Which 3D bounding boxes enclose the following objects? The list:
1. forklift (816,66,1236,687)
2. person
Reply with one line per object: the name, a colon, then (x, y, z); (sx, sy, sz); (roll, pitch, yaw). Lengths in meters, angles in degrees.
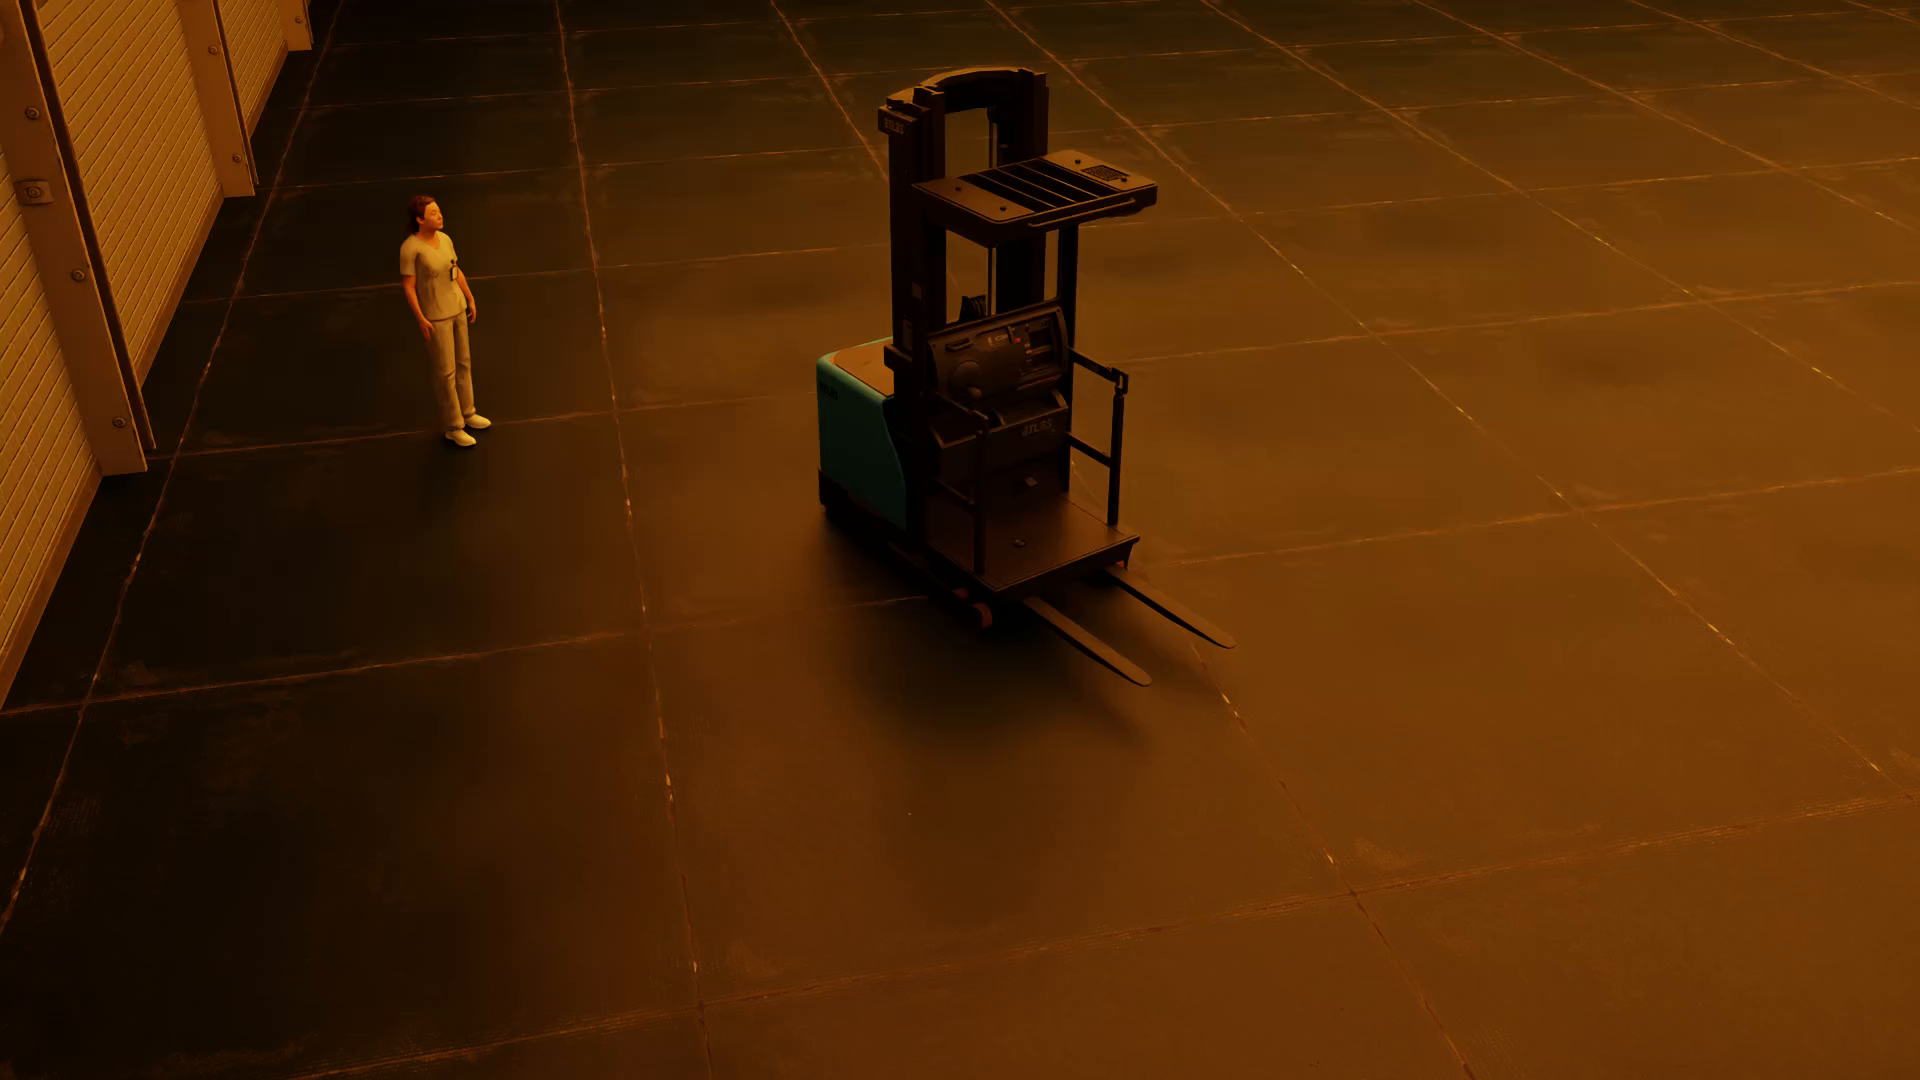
forklift: (0.355, -1.021, 9.338); (1.130, 2.935, 3.031); (-20, 35, -30)
person: (-3.518, -1.535, 11.467); (0.545, 1.675, 0.550); (14, 33, 23)
